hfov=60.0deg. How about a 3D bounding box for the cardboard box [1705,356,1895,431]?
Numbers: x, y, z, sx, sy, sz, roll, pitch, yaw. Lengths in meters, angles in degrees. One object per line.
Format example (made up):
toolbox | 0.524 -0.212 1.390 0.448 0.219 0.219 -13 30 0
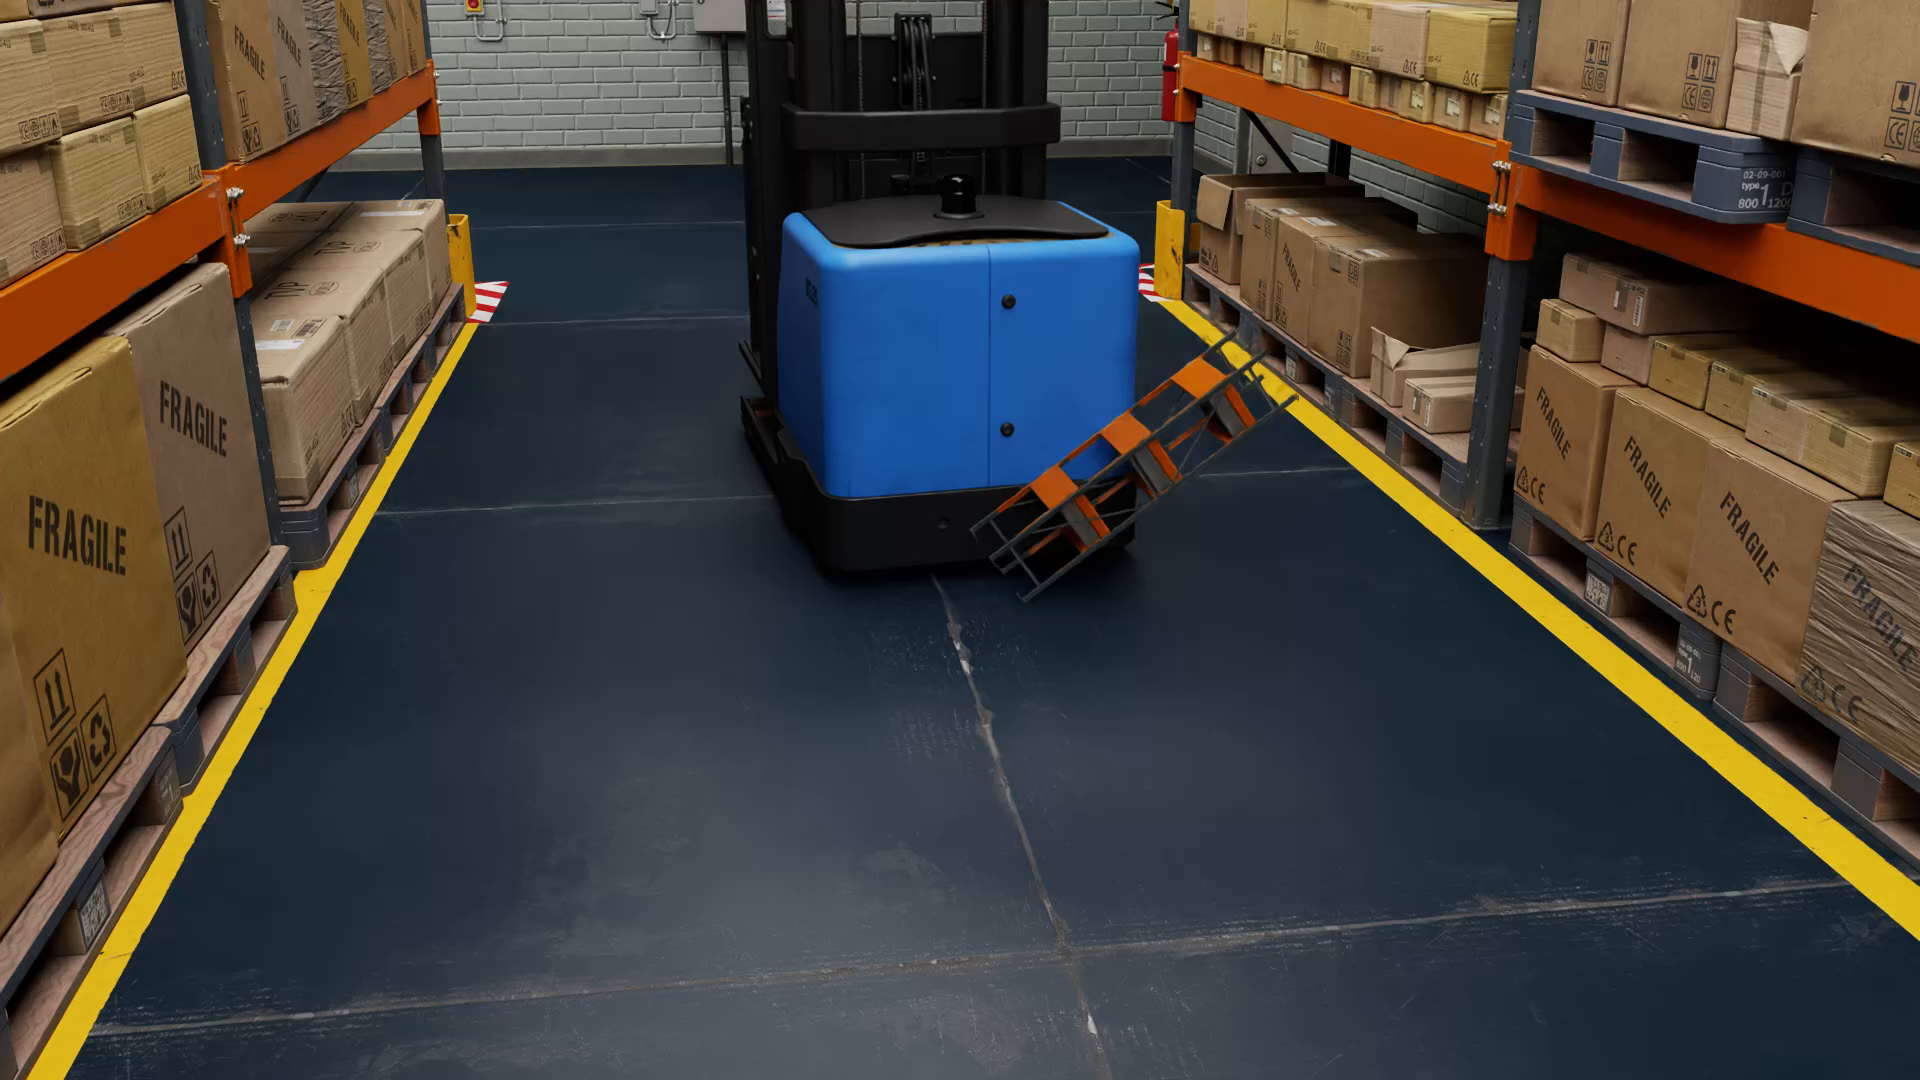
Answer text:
cardboard box | 2.280 -0.392 4.525 0.380 0.149 0.250 -3 21 -9

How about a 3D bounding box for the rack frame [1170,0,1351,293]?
rack frame | 1.697 -2.860 9.086 1.000 3.000 0.127 -3 21 -8

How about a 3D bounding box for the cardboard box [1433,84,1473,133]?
cardboard box | 1.919 -1.544 5.922 0.380 0.149 0.250 -2 21 -6

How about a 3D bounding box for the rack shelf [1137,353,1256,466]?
rack shelf | 0.750 -0.397 5.193 0.259 0.215 0.240 -37 25 1

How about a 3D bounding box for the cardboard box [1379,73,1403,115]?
cardboard box | 1.846 -1.725 6.406 0.380 0.149 0.250 -2 21 -6

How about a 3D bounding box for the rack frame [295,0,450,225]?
rack frame | -3.214 -2.608 8.412 1.000 3.000 0.127 -3 21 -8

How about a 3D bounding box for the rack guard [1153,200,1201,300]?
rack guard | 1.708 -1.663 9.453 1.175 0.500 0.348 -3 21 -8

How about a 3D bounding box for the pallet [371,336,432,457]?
pallet | -2.849 -0.607 7.041 1.003 0.211 1.213 -3 21 -8

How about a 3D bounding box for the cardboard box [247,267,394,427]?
cardboard box | -2.752 -0.752 6.505 0.875 0.438 0.875 -4 21 -9

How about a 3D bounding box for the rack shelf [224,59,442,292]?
rack shelf | -2.926 -1.579 6.684 1.077 0.370 4.000 -3 21 -8

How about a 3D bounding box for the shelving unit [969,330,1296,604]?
shelving unit | 0.532 -0.233 5.200 1.050 0.215 0.252 -37 25 1

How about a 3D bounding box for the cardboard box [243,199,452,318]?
cardboard box | -3.020 -1.381 8.189 0.875 0.438 0.875 -4 21 -10

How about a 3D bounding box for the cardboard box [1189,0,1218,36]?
cardboard box | 1.496 -2.758 8.603 0.500 0.250 0.500 -3 21 -7

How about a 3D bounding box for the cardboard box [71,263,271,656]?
cardboard box | -2.469 -0.214 4.439 0.875 0.875 0.875 -2 21 -6

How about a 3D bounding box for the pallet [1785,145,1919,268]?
pallet | 2.565 -0.673 3.506 1.003 0.211 1.213 -3 21 -8

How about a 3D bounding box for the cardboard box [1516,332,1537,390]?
cardboard box | 2.412 -0.653 6.419 0.500 0.311 0.500 -2 21 -6

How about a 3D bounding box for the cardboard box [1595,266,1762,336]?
cardboard box | 2.147 -0.719 4.973 0.380 0.149 0.250 -4 21 -10

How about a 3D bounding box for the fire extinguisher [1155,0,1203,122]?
fire extinguisher | 1.218 -2.677 9.239 0.296 0.674 0.183 -3 21 -8

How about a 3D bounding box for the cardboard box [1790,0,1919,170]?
cardboard box | 2.310 -1.089 3.601 0.700 0.500 0.500 -3 21 -8

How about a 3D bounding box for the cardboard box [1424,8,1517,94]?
cardboard box | 1.959 -1.708 5.791 0.500 0.250 0.500 -2 21 -6

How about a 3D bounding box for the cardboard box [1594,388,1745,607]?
cardboard box | 2.207 -0.138 4.771 0.500 0.500 0.500 -3 21 -8

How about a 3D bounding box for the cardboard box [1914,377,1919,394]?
cardboard box | 2.748 -0.332 4.362 0.380 0.149 0.250 -2 21 -6

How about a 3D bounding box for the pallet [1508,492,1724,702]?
pallet | 2.428 0.111 5.117 1.003 0.211 1.213 -3 21 -8

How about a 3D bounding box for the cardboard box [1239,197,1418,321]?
cardboard box | 1.776 -1.371 8.072 0.700 0.500 0.500 -2 21 -6

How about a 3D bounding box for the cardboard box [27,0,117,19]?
cardboard box | -2.243 -1.418 3.653 0.500 0.500 0.500 -3 21 -7

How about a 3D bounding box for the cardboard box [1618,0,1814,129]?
cardboard box | 2.197 -1.360 4.328 0.700 0.500 0.500 -3 21 -7

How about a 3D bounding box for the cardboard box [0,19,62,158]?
cardboard box | -2.174 -0.895 3.325 0.500 0.250 0.500 -2 21 -6

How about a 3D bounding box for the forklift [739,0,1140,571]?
forklift | -0.280 -1.758 6.233 1.130 2.935 3.031 -5 21 -13

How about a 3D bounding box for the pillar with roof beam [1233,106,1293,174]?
pillar with roof beam | -2.060 -6.432 10.076 9.100 9.000 0.400 -3 21 -8

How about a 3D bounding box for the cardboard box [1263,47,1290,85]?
cardboard box | 1.609 -2.166 7.587 0.380 0.149 0.250 -4 21 -9

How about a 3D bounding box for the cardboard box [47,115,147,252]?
cardboard box | -2.251 -0.834 3.876 0.500 0.250 0.500 -3 21 -9

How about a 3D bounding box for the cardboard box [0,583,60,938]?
cardboard box | -2.203 0.408 2.773 0.875 0.875 0.875 -3 21 -7

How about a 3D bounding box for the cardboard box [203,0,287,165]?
cardboard box | -2.446 -1.446 5.157 0.500 0.500 0.500 -2 21 -6

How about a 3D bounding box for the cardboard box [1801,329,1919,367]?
cardboard box | 2.699 -0.517 4.859 0.380 0.149 0.250 -3 21 -7

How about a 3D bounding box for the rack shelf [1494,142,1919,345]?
rack shelf | 2.562 -0.445 3.650 1.077 0.370 4.000 -3 21 -8

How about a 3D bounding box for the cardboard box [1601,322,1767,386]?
cardboard box | 2.178 -0.575 5.014 0.380 0.149 0.250 -3 21 -9

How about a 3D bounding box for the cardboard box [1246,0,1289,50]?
cardboard box | 1.645 -2.408 7.666 0.500 0.250 0.500 -3 21 -9

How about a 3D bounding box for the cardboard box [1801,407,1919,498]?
cardboard box | 2.312 -0.218 4.058 0.380 0.149 0.250 -2 21 -6

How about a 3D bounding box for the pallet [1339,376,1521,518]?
pallet | 2.176 -0.406 6.503 1.003 0.211 1.213 -3 21 -8

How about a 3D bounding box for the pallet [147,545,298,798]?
pallet | -2.452 0.346 4.487 1.003 0.211 1.213 -3 21 -8

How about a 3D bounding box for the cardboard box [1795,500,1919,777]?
cardboard box | 2.343 0.215 3.826 0.500 0.500 0.500 -4 21 -10

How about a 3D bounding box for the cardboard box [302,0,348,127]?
cardboard box | -2.580 -1.793 6.086 0.500 0.500 0.500 -3 21 -7

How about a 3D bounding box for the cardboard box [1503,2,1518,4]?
cardboard box | 2.390 -1.902 6.312 0.500 0.250 0.500 -3 21 -8

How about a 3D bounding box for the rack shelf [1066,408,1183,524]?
rack shelf | 0.523 -0.226 5.200 0.259 0.215 0.240 -37 25 1

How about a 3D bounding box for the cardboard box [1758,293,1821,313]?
cardboard box | 2.612 -0.692 5.326 0.380 0.149 0.250 -4 21 -10

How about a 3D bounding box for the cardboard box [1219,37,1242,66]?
cardboard box | 1.555 -2.529 8.559 0.380 0.149 0.250 -2 21 -6

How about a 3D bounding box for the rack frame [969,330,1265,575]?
rack frame | 0.503 -0.276 5.310 1.050 0.200 0.008 -37 25 1

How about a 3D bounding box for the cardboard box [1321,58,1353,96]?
cardboard box | 1.773 -1.990 7.116 0.380 0.149 0.250 -3 21 -8

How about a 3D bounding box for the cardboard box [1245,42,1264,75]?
cardboard box | 1.603 -2.349 8.077 0.380 0.149 0.250 -2 21 -6

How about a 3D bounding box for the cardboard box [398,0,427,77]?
cardboard box | -2.883 -2.501 7.983 0.500 0.500 0.500 -3 21 -7

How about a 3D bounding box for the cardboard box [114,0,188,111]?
cardboard box | -2.334 -1.247 4.267 0.500 0.250 0.500 -3 21 -8

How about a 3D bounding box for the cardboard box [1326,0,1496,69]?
cardboard box | 1.813 -2.054 6.718 0.500 0.250 0.500 -3 21 -8

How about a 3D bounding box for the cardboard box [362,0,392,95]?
cardboard box | -2.742 -2.149 7.041 0.500 0.500 0.500 -2 21 -6

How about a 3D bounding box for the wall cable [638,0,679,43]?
wall cable | -2.648 -5.111 13.661 0.588 1.984 0.122 -3 21 -8

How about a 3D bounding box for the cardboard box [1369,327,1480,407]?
cardboard box | 1.851 -0.693 6.591 0.396 0.266 0.258 -2 21 -6

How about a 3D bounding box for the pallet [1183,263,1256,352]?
pallet | 1.824 -1.251 8.765 1.003 0.211 1.213 -3 21 -8

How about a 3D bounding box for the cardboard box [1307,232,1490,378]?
cardboard box | 1.926 -1.012 7.110 0.700 0.500 0.500 -4 21 -10
